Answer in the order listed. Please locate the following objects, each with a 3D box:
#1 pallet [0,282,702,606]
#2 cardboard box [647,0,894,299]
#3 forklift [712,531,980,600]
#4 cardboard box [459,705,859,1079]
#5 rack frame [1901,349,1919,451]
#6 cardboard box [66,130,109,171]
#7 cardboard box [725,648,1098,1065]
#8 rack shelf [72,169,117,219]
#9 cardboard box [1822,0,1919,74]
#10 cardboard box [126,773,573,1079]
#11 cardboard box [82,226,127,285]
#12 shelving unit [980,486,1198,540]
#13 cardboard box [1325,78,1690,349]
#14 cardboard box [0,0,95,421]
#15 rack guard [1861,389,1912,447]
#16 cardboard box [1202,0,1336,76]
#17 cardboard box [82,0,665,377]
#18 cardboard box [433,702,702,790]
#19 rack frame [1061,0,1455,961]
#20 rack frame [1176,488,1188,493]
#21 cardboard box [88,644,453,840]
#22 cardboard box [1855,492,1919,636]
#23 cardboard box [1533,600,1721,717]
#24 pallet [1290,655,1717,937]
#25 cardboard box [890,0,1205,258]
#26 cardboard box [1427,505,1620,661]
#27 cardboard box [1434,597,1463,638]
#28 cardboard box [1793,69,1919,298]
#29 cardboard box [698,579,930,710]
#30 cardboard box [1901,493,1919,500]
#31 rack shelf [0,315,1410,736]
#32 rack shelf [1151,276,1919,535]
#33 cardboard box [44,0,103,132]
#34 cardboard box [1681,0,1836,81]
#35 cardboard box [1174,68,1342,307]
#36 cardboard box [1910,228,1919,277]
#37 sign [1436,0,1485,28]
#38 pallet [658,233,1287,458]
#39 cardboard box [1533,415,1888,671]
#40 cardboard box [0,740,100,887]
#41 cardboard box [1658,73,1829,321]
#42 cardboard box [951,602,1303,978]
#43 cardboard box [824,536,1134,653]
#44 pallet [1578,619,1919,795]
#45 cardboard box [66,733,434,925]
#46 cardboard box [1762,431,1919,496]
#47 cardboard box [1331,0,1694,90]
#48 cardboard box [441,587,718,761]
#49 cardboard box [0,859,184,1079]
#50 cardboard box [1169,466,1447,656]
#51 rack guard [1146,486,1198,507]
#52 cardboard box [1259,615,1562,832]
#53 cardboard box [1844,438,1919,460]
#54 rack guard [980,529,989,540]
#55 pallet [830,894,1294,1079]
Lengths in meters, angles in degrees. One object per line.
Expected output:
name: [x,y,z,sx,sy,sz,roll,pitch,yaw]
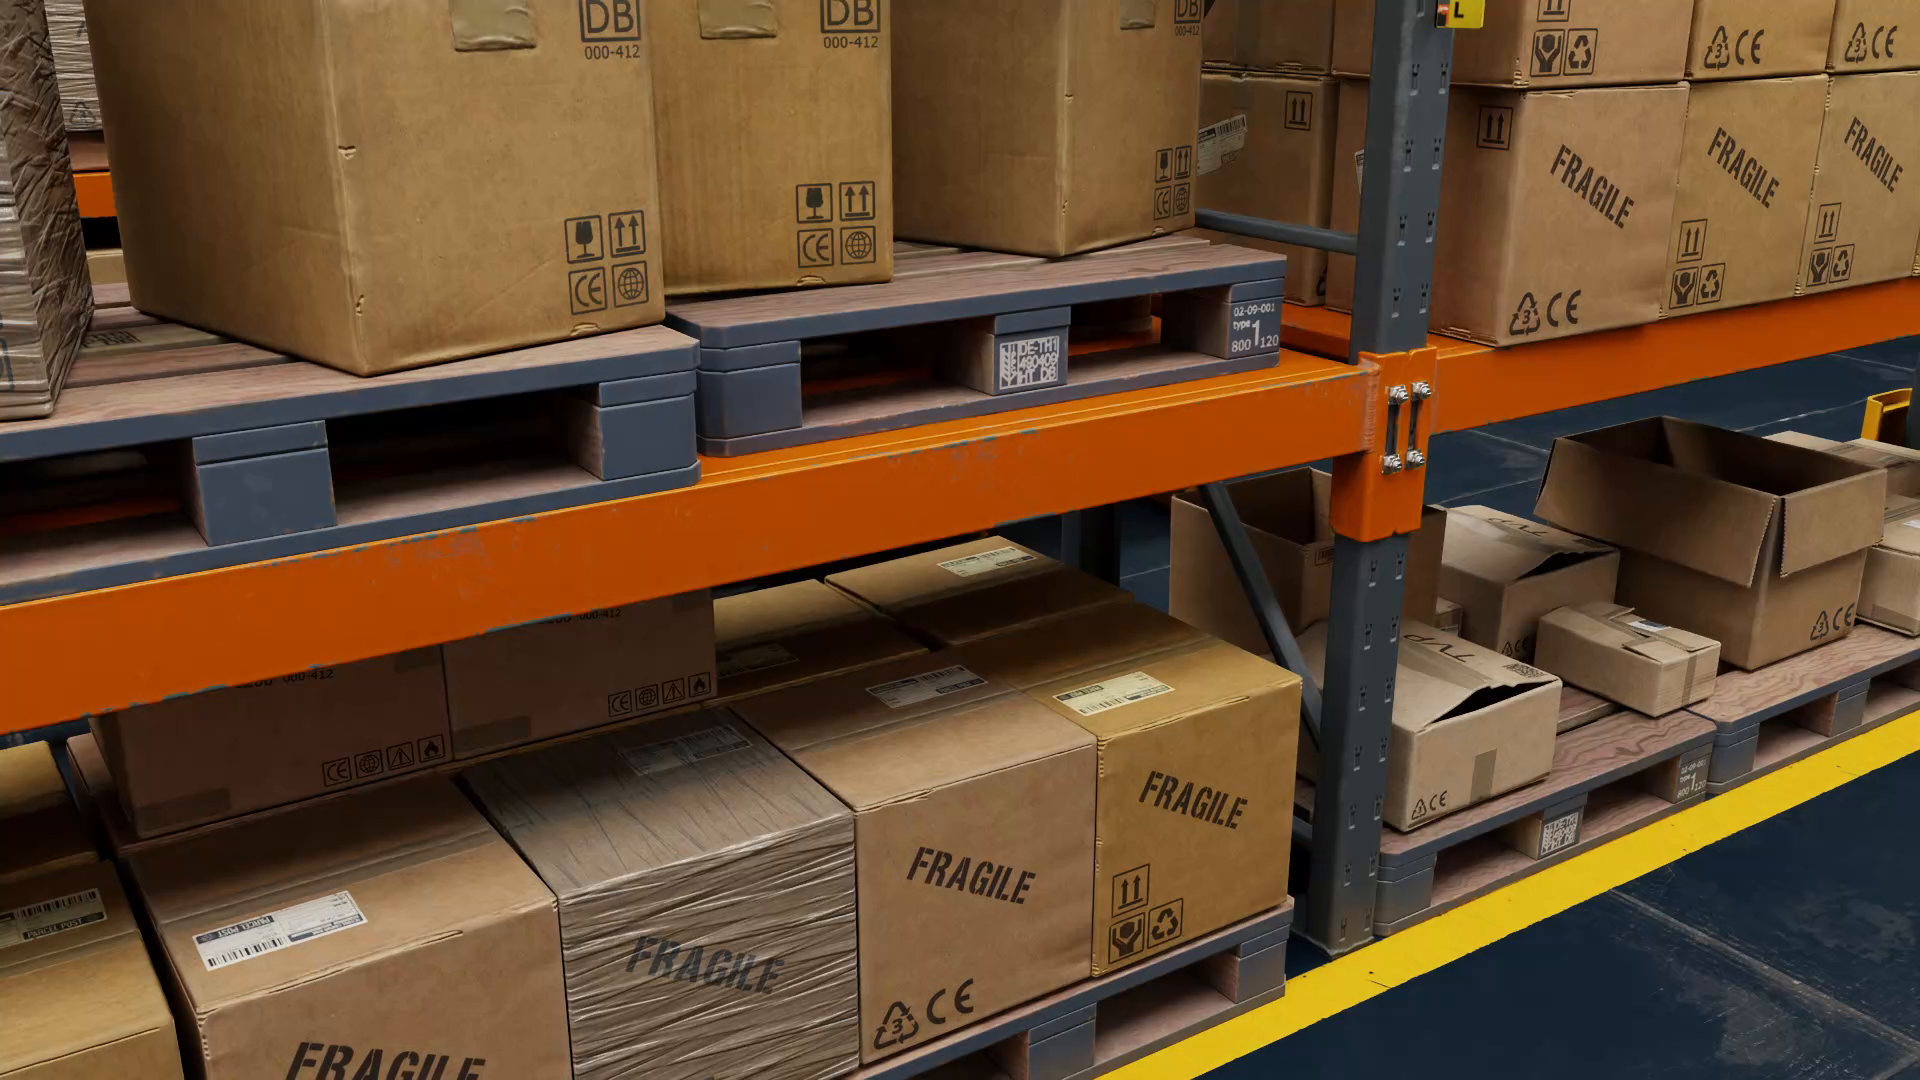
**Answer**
pallet: [-1.143,-0.210,2.481,1.213,0.211,1.003,-12,22,-31]
cardboard box: [-0.482,-0.746,2.956,0.500,0.500,0.700,-8,20,-23]
forklift: [-1.462,-1.133,5.020,3.031,2.935,1.130,-11,21,-29]
cardboard box: [-0.515,0.651,2.852,0.500,0.500,0.500,-12,22,-31]
rack frame: [3.917,-1.366,5.601,0.127,3.000,1.000,-12,22,-31]
cardboard box: [-3.363,-1.529,6.444,0.250,0.149,0.380,-13,22,-33]
cardboard box: [-0.096,0.563,3.112,0.500,0.500,0.500,-12,22,-31]
rack shelf: [-3.822,-1.293,6.508,4.000,0.370,1.077,-12,22,-31]
cardboard box: [1.985,-1.372,3.901,0.500,0.500,0.500,-13,22,-33]
cardboard box: [-0.938,0.741,2.585,0.500,0.500,0.500,-13,23,-33]
cardboard box: [-3.363,-0.860,6.805,0.750,0.750,0.750,-11,22,-30]
shelving unit: [0.355,-0.769,6.176,1.083,1.500,0.587,-11,21,-29]
cardboard box: [1.152,-0.726,3.551,0.500,0.500,0.500,-11,22,-30]
cardboard box: [-1.432,-0.454,2.093,0.500,0.500,0.700,-8,20,-21]
rack guard: [3.853,-0.168,5.962,0.348,0.500,1.175,-12,22,-31]
cardboard box: [0.856,-1.341,3.810,0.500,0.500,0.500,-12,22,-31]
cardboard box: [-0.865,-0.580,2.465,0.700,0.500,0.500,16,24,39]
cardboard box: [-0.823,0.517,3.247,0.500,0.500,0.500,-12,22,-31]
rack frame: [0.576,-0.661,3.517,0.127,3.000,1.000,-12,22,-31]
rack frame: [0.786,-0.849,6.416,0.032,1.500,0.500,-11,21,-29]
cardboard box: [-1.216,0.244,2.885,0.500,0.250,0.500,-12,22,-32]
cardboard box: [2.788,0.049,5.022,0.500,0.250,0.500,-12,22,-31]
cardboard box: [1.763,0.301,4.407,0.250,0.166,0.380,-12,22,-31]
pallet: [1.150,0.539,4.321,1.213,0.211,1.003,-12,22,-31]
cardboard box: [0.058,-0.884,3.364,0.700,0.500,0.500,14,23,35]
cardboard box: [1.522,0.096,4.790,0.500,0.311,0.500,-12,22,-31]
cardboard box: [1.176,0.222,4.668,0.250,0.149,0.380,-12,22,-31]
cardboard box: [1.997,-0.904,4.079,0.500,0.500,0.500,-12,22,-32]
cardboard box: [-0.401,0.431,3.501,0.500,0.500,0.500,-12,22,-31]
cardboard box: [3.211,-0.023,5.367,0.250,0.166,0.380,-12,22,-31]
rack shelf: [-1.094,0.032,2.591,4.000,0.370,1.077,-12,22,-31]
rack shelf: [2.247,-0.673,4.675,4.000,0.370,1.077,-12,22,-31]
cardboard box: [-3.243,-1.856,6.399,0.500,0.500,0.500,-12,22,-31]
cardboard box: [1.555,-1.281,3.633,0.500,0.500,0.500,-13,22,-33]
cardboard box: [0.853,-0.865,3.965,0.500,0.500,0.500,-11,22,-31]
cardboard box: [2.421,-0.994,4.346,0.500,0.500,0.500,-12,22,-32]
sign: [0.884,-1.062,2.895,0.005,0.325,0.100,-12,22,-31]
pallet: [-0.151,-0.459,3.218,1.213,0.211,1.003,-12,22,-31]
cardboard box: [2.142,-0.019,4.830,0.637,0.503,0.797,-12,22,-31]
cardboard box: [-1.680,0.700,2.706,0.500,0.500,0.500,-13,23,-33]
cardboard box: [1.578,-0.817,3.821,0.500,0.500,0.500,-11,22,-30]
cardboard box: [0.322,0.478,3.363,0.500,0.500,0.500,-12,22,-32]
cardboard box: [0.038,0.334,3.788,0.500,0.500,0.500,-13,23,-34]
pallet: [2.170,0.323,4.961,1.213,0.211,1.003,-12,22,-31]
cardboard box: [-1.245,0.606,2.984,0.500,0.500,0.500,-13,23,-33]
cardboard box: [2.889,-0.164,5.652,0.500,0.250,0.500,-12,22,-31]
cardboard box: [1.124,-1.190,3.364,0.500,0.500,0.500,-11,22,-30]
cardboard box: [-0.797,0.155,3.147,0.500,0.250,0.500,-12,22,-31]
cardboard box: [-1.371,0.835,2.309,0.500,0.500,0.500,-12,22,-32]
cardboard box: [0.896,0.138,4.369,0.500,0.500,0.500,-12,22,-31]
rack guard: [0.785,-0.257,6.615,0.087,0.250,0.587,-11,21,-29]
cardboard box: [1.046,0.388,3.925,0.500,0.311,0.500,-12,22,-31]
cardboard box: [3.378,-0.242,6.041,0.250,0.149,0.380,-12,22,-31]
rack guard: [-0.074,-0.096,6.138,0.087,0.250,0.587,-11,21,-29]
pallet: [-0.082,0.813,3.510,1.213,0.211,1.003,-12,22,-31]
